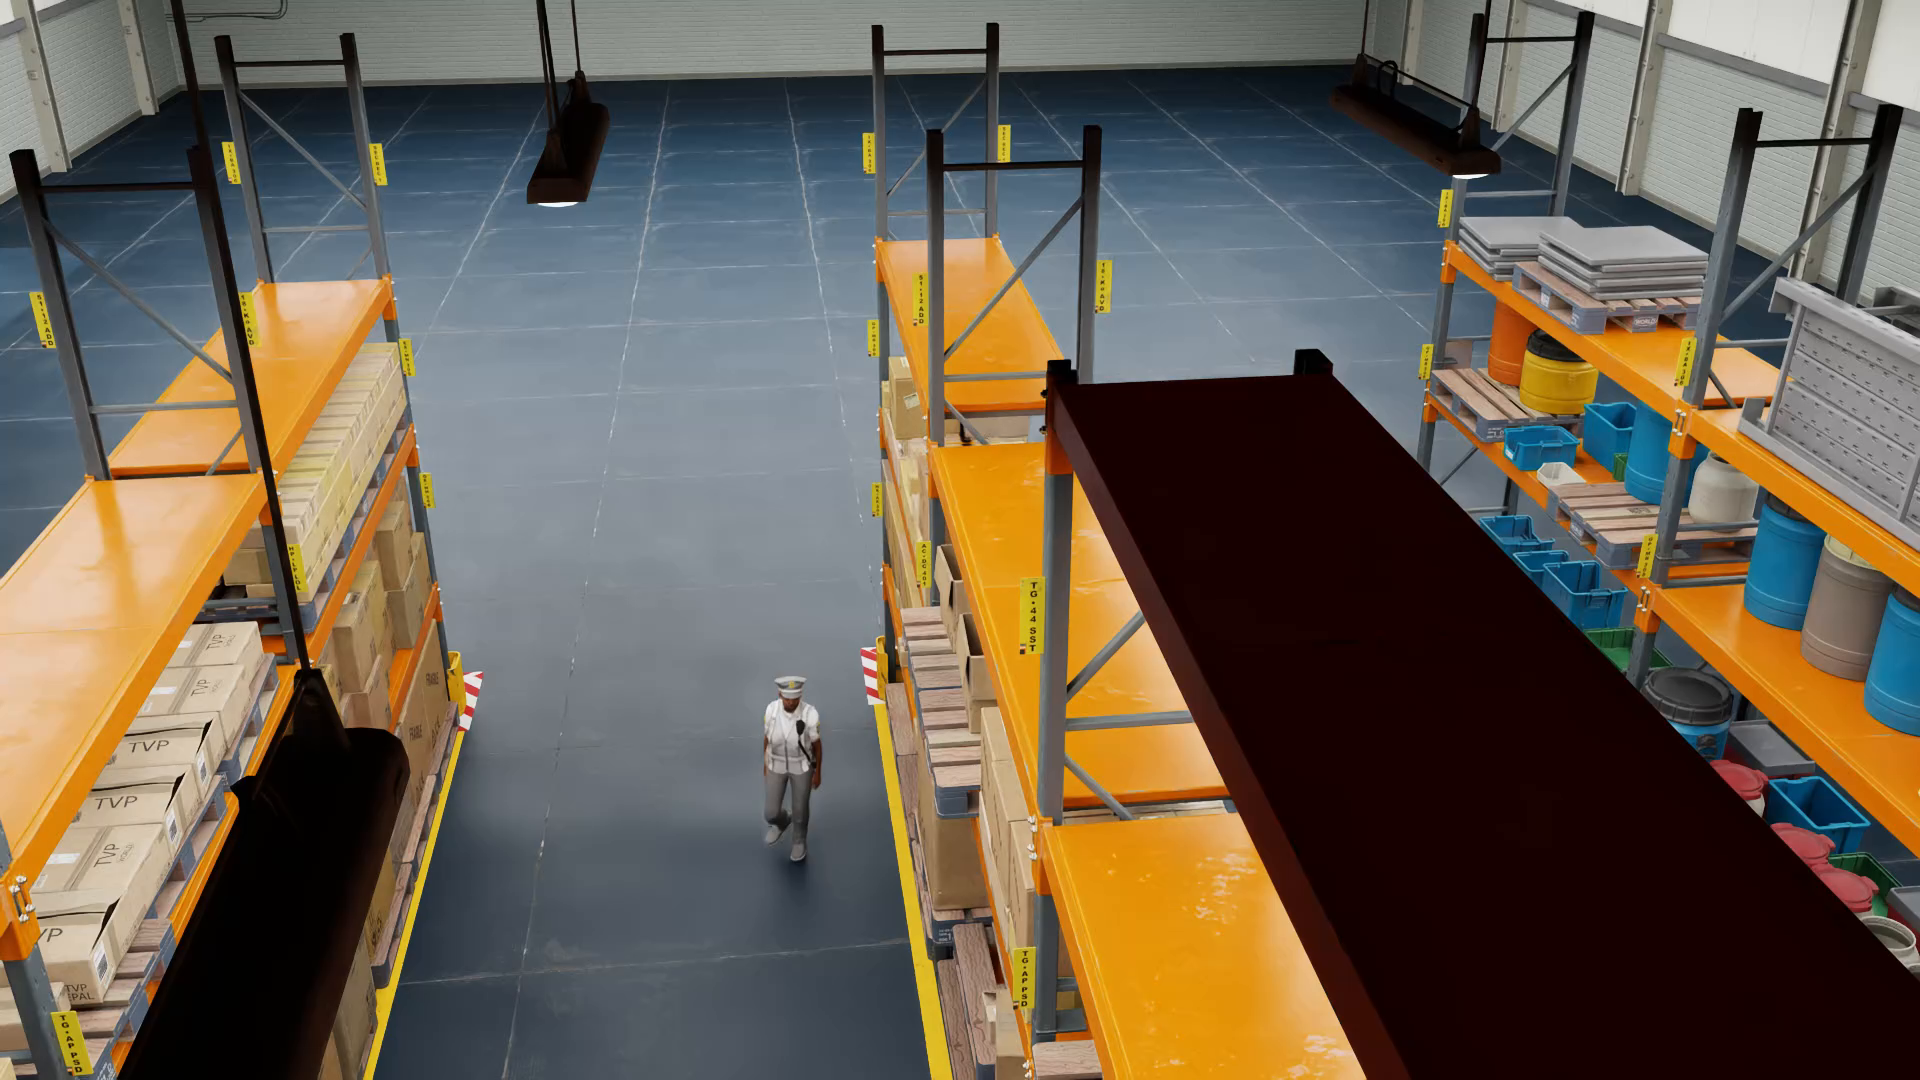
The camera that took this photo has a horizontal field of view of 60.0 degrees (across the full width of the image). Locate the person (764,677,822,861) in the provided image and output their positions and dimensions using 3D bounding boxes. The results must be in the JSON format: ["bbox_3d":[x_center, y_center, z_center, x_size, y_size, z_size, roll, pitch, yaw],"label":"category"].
[{"bbox_3d":[-1.310,1.745,12.883,0.507,1.679,0.456,2,26,3],"label":"person"}]
